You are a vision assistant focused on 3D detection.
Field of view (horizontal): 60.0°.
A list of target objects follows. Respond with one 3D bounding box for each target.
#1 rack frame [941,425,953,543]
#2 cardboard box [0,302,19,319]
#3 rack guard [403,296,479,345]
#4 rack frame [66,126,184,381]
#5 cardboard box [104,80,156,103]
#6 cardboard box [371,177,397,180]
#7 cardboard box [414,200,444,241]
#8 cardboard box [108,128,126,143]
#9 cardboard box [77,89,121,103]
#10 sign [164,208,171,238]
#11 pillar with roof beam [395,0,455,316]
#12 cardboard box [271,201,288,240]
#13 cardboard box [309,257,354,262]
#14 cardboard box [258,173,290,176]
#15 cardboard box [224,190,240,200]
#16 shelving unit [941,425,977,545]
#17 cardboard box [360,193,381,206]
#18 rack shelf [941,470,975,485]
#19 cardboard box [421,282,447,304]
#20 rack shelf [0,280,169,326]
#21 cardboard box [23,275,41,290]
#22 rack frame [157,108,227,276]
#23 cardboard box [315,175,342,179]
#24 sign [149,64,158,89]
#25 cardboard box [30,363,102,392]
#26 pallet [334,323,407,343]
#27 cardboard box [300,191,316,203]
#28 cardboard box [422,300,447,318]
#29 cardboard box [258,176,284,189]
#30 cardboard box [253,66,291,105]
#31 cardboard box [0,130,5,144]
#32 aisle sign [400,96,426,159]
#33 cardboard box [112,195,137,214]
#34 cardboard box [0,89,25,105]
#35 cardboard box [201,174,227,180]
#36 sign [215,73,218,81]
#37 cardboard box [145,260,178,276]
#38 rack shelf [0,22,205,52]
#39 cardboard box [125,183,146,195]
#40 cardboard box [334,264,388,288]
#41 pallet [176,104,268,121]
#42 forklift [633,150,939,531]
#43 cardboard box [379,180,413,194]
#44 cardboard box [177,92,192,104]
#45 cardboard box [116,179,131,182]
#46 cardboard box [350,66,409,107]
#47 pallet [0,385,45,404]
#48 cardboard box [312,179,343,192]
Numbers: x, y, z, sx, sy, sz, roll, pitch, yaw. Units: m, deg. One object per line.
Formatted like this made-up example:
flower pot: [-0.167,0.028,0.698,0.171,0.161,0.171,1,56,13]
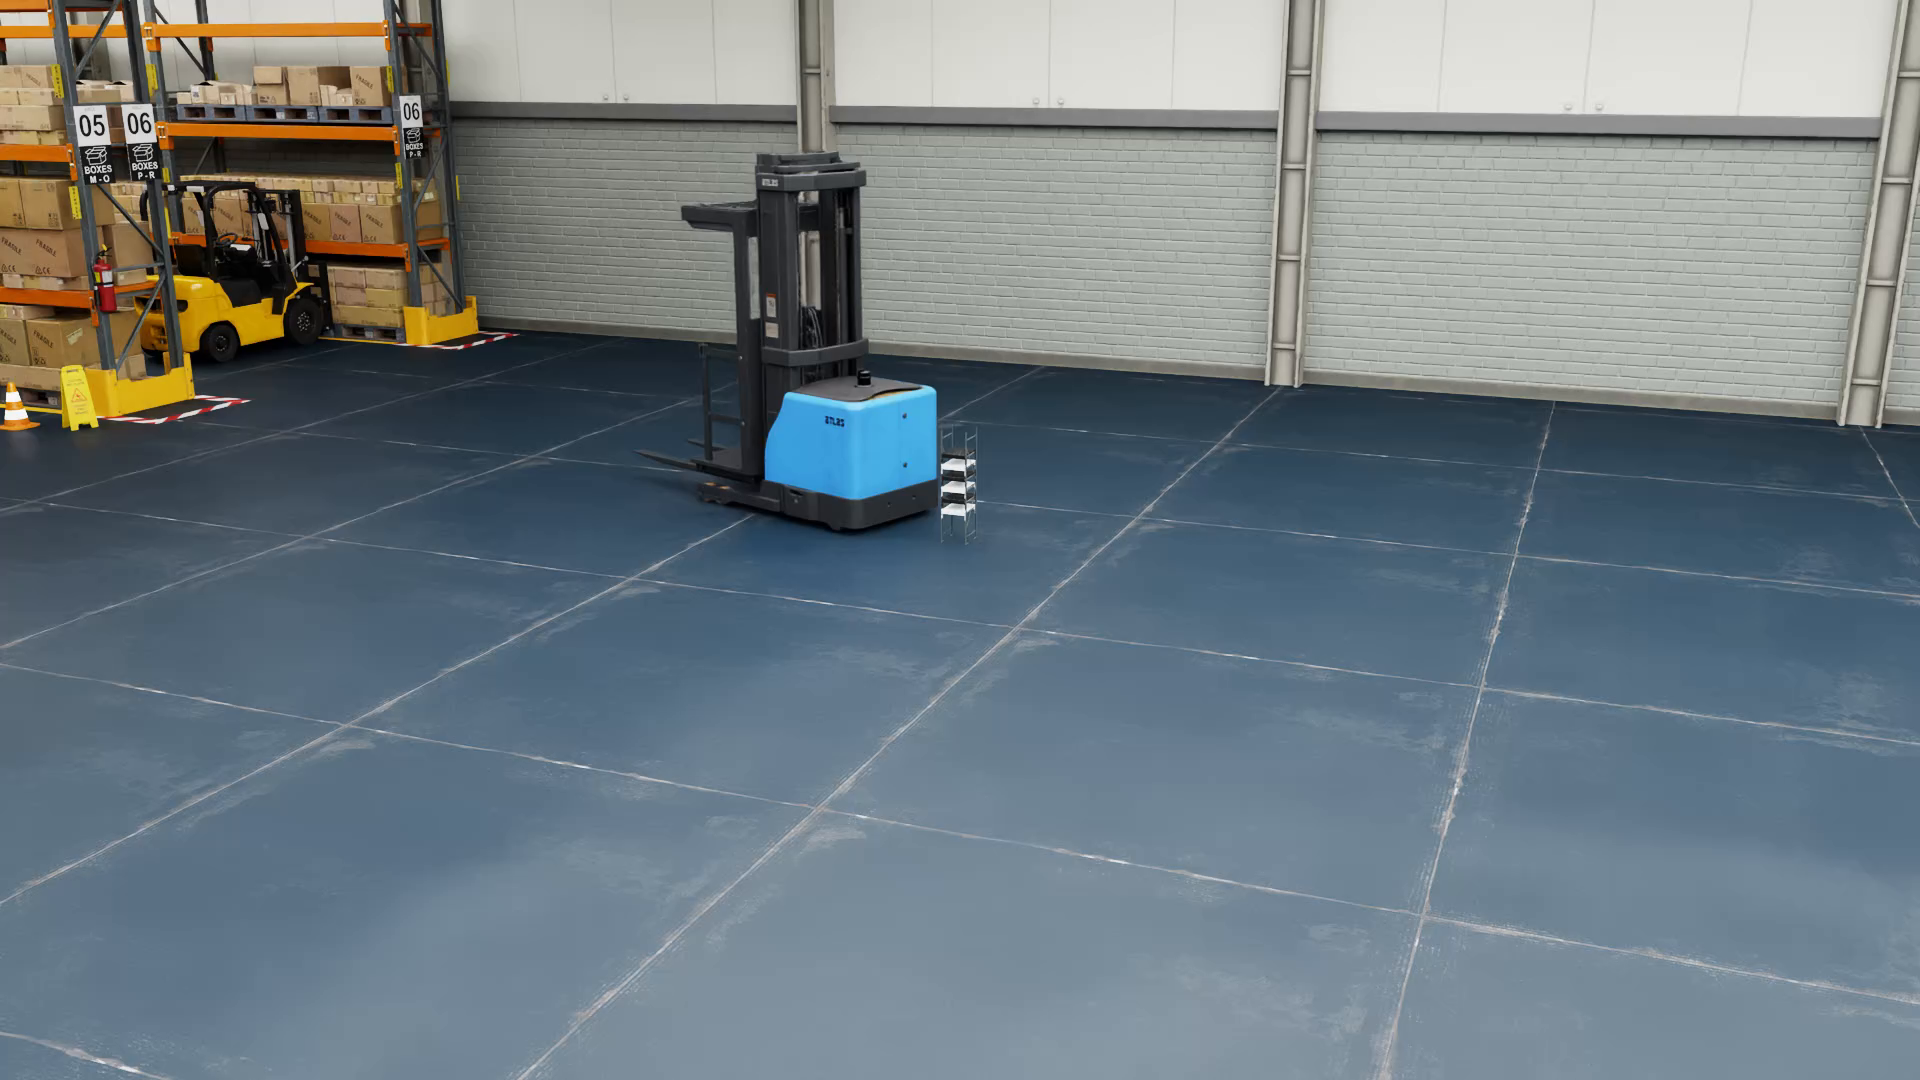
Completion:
rack frame: [-0.102,-0.443,13.087,0.006,0.900,0.240,6,17,21]
cardboard box: [-10.313,-2.516,18.131,0.250,0.149,0.380,7,17,22]
rack guard: [-7.033,-2.987,22.566,0.348,0.500,1.175,6,17,21]
rack frame: [-8.873,-2.902,17.791,0.127,3.000,1.000,6,17,21]
cardboard box: [-11.539,-6.257,23.195,0.500,0.311,0.500,6,17,19]
cardboard box: [-7.771,-4.841,22.592,0.250,0.149,0.380,7,17,22]
cardboard box: [-7.414,-4.361,22.635,0.500,0.500,0.500,7,18,22]
cardboard box: [-9.062,-4.340,17.814,0.250,0.149,0.380,6,17,21]
cardboard box: [-9.129,-4.694,17.604,0.250,0.149,0.380,6,17,20]
sign: [-8.674,-3.459,18.155,0.005,0.325,0.100,6,17,21]
pillar with roof beam: [-8.952,-6.260,18.595,0.400,9.000,9.100,6,17,21]
cardboard box: [-9.037,-4.377,22.690,0.500,0.500,0.500,6,17,21]
cardboard box: [-8.835,-3.808,23.296,0.500,0.250,0.500,6,17,20]
cardboard box: [-9.643,-5.078,23.408,0.250,0.149,0.380,6,17,20]
cardboard box: [-9.880,-4.768,22.874,0.250,0.149,0.380,7,17,22]
shelving unit: [-0.008,-0.433,13.051,0.210,0.900,0.258,6,17,21]
cardboard box: [-7.729,-4.531,22.057,0.250,0.149,0.380,7,17,22]
rack shelf: [-0.008,-0.487,13.035,0.200,0.077,0.258,6,17,21]
cardboard box: [-7.416,-3.413,22.833,0.500,0.250,0.500,7,17,22]
rack shelf: [-10.734,-2.761,18.596,4.000,0.370,1.077,6,17,21]
cardboard box: [-9.806,-2.793,17.866,0.250,0.149,0.380,6,17,20]
rack frame: [-10.776,-4.599,23.636,0.127,3.000,1.000,6,17,21]
cardboard box: [-8.718,-4.948,22.960,0.250,0.149,0.380,6,17,21]
sign: [-10.966,-6.297,22.613,0.005,0.325,0.100,6,17,21]
cardboard box: [-9.746,-1.799,18.168,0.500,0.250,0.500,6,17,20]
pallet: [-7.782,-2.918,22.847,1.213,0.211,1.003,6,17,21]
cardboard box: [-8.683,-4.637,22.424,0.250,0.149,0.380,6,17,21]
cardboard box: [-7.440,-3.172,22.899,0.500,0.250,0.500,6,17,21]
cardboard box: [-9.361,-4.881,22.729,0.250,0.149,0.380,6,17,20]
cardboard box: [-9.003,-6.112,22.350,0.637,0.503,0.797,7,18,22]
cardboard box: [-9.997,-4.282,17.614,0.250,0.149,0.380,6,17,21]
aisle sign: [-7.102,-5.356,21.578,0.004,0.787,0.394,6,17,21]
cardboard box: [-11.808,-4.802,23.706,0.500,0.250,0.500,6,17,19]
cardboard box: [-9.983,-4.660,17.486,0.250,0.149,0.380,6,17,21]
cardboard box: [-10.306,-4.993,23.117,0.250,0.149,0.380,7,17,21]
sign: [-10.574,-6.470,23.631,0.005,0.325,0.100,6,17,21]
cardboard box: [-11.266,-3.711,24.082,0.625,0.625,0.875,7,18,23]
rack shelf: [-12.637,-7.147,23.660,4.000,0.370,1.077,6,17,21]
cardboard box: [-11.631,-4.996,23.661,0.250,0.149,0.380,6,17,21]
cardboard box: [-8.075,-3.568,22.470,0.500,0.250,0.500,7,17,22]
pallet: [-9.973,-5.917,22.953,1.213,0.211,1.003,6,17,21]
forklift: [-1.622,-1.800,14.116,3.031,2.935,1.130,14,21,39]
cardboard box: [-7.466,-4.674,22.018,0.250,0.149,0.380,6,17,21]
cardboard box: [-10.470,-6.044,22.751,0.250,0.149,0.380,7,17,22]
cardboard box: [-12.191,-5.194,24.343,0.250,0.149,0.380,6,17,20]
cardboard box: [-7.556,-5.910,21.660,0.500,0.500,0.500,7,18,22]
pallet: [-10.818,-1.788,18.955,1.213,0.211,1.003,6,17,21]
cardboard box: [-8.447,-4.754,22.292,0.250,0.149,0.380,7,18,22]
